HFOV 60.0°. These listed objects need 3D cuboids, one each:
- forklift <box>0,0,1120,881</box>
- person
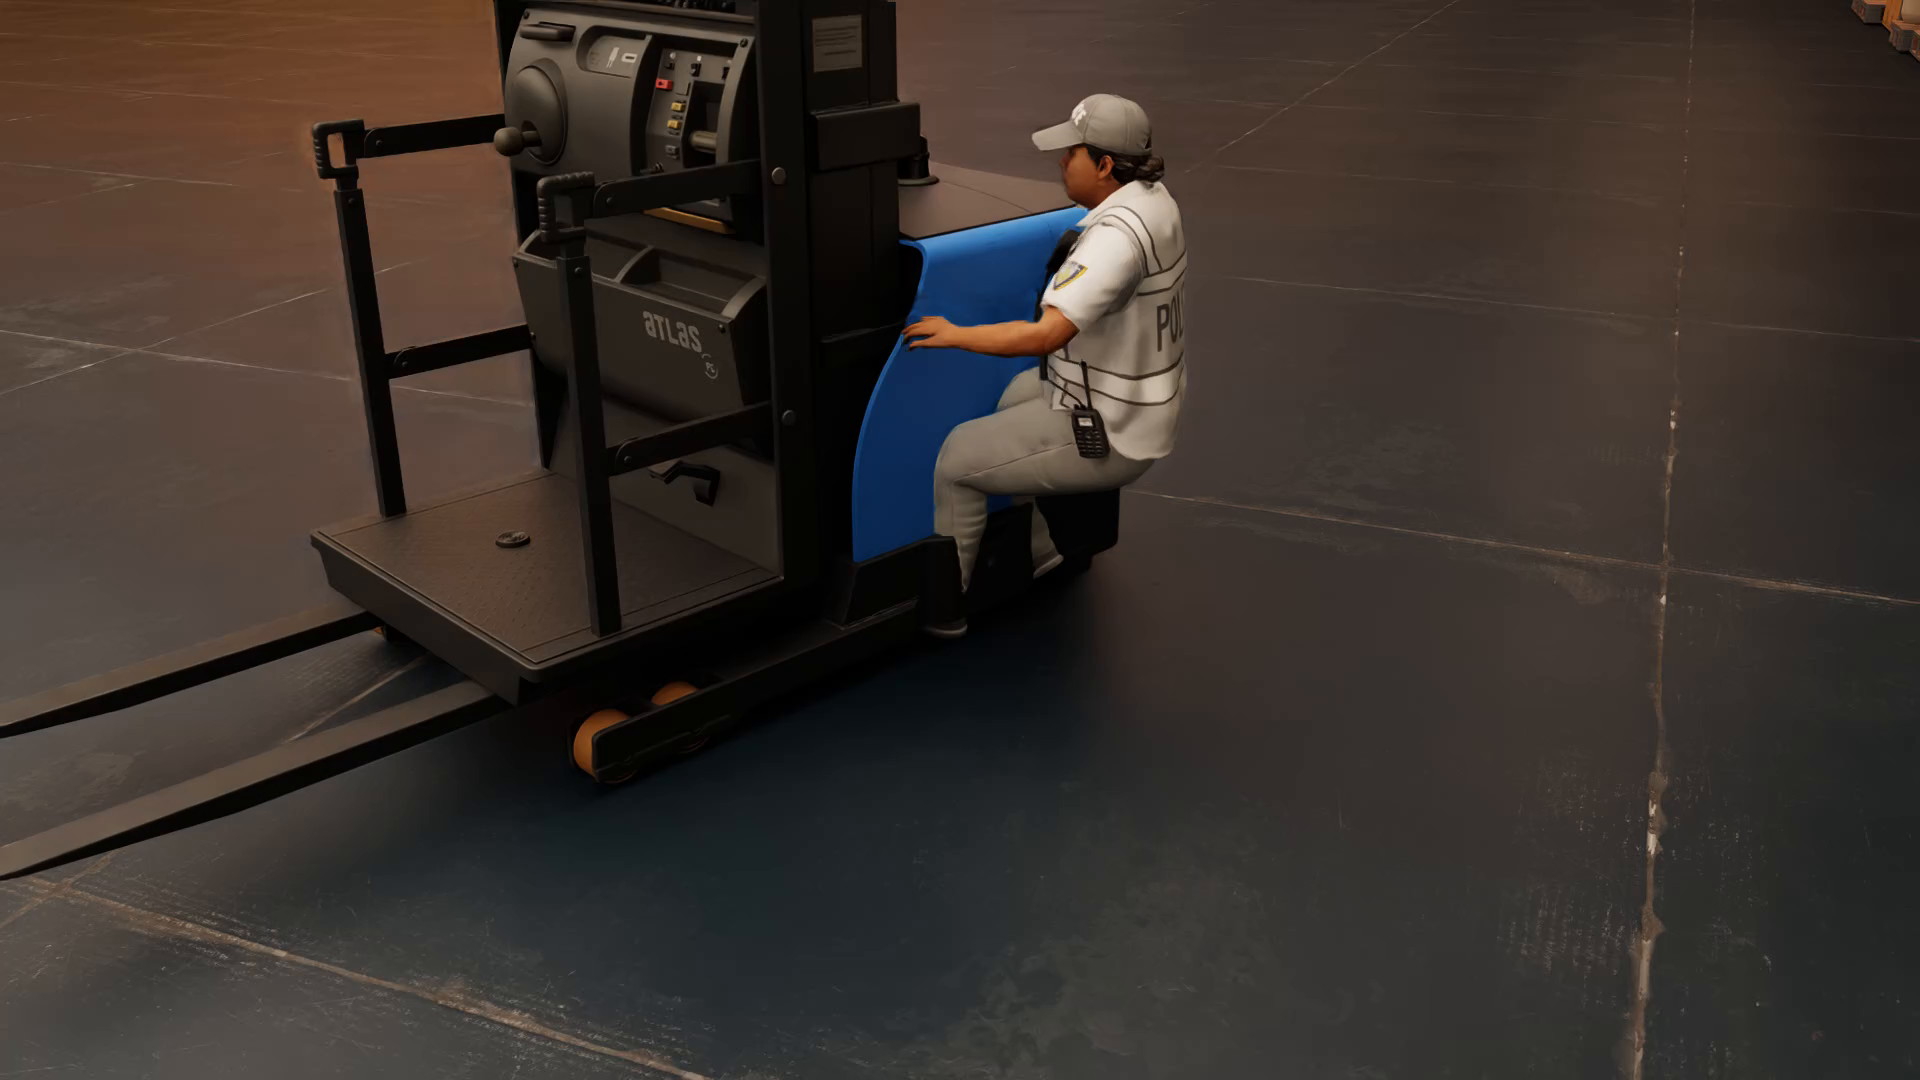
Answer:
[{"bbox_3d":[-0.938,-1.024,3.743,3.031,2.935,1.130,-21,30,-40],"label":"forklift"},{"bbox_3d":[0.153,-0.405,4.227,0.831,1.442,0.816,4,23,9],"label":"person"}]
